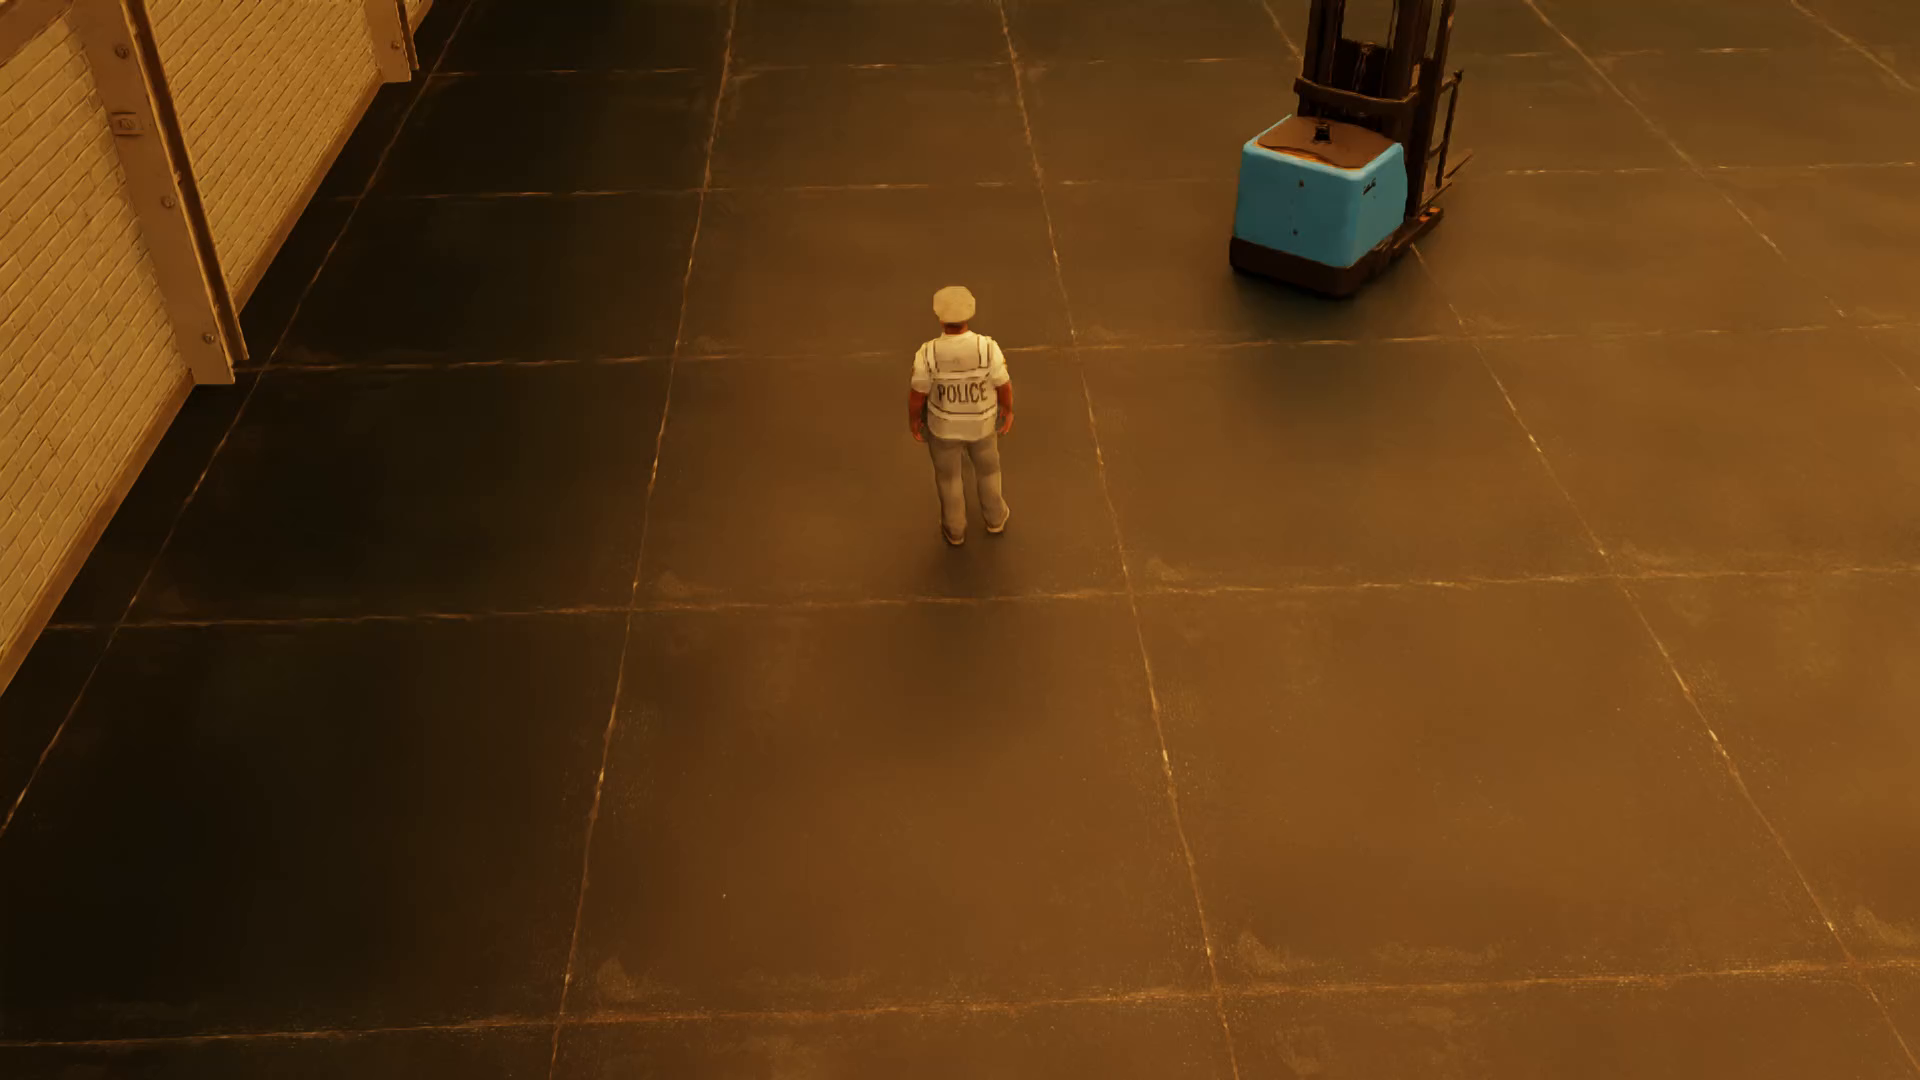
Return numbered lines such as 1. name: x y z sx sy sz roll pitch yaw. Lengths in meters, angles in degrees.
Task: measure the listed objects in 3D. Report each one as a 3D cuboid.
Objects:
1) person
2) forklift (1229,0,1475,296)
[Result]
1. person: 0.008 -0.773 10.034 0.640 1.781 0.574 -2 36 -2
2. forklift: 3.459 -3.912 13.381 1.130 2.935 3.031 23 42 29
